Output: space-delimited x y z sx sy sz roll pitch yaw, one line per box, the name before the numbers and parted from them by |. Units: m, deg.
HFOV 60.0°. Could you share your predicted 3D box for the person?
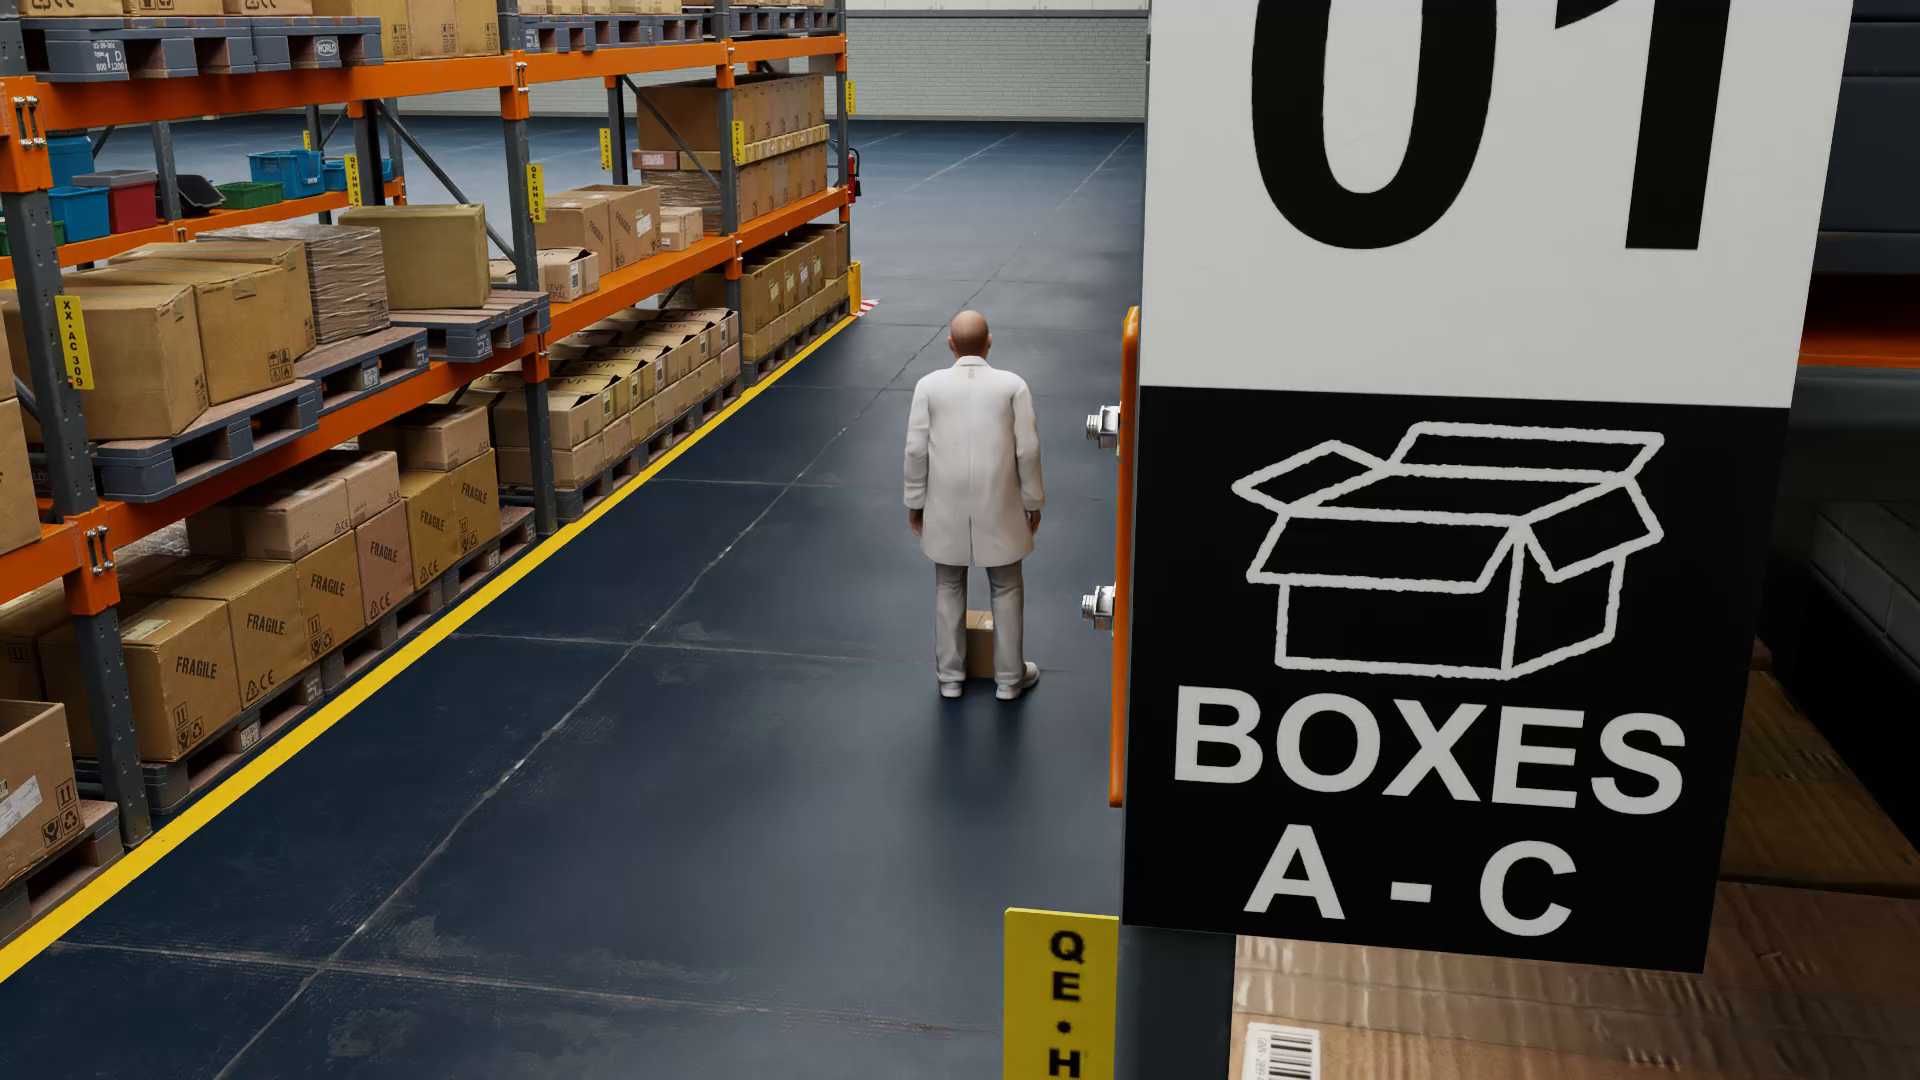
person | 0.063 -0.151 7.554 0.645 1.772 0.429 2 18 6
